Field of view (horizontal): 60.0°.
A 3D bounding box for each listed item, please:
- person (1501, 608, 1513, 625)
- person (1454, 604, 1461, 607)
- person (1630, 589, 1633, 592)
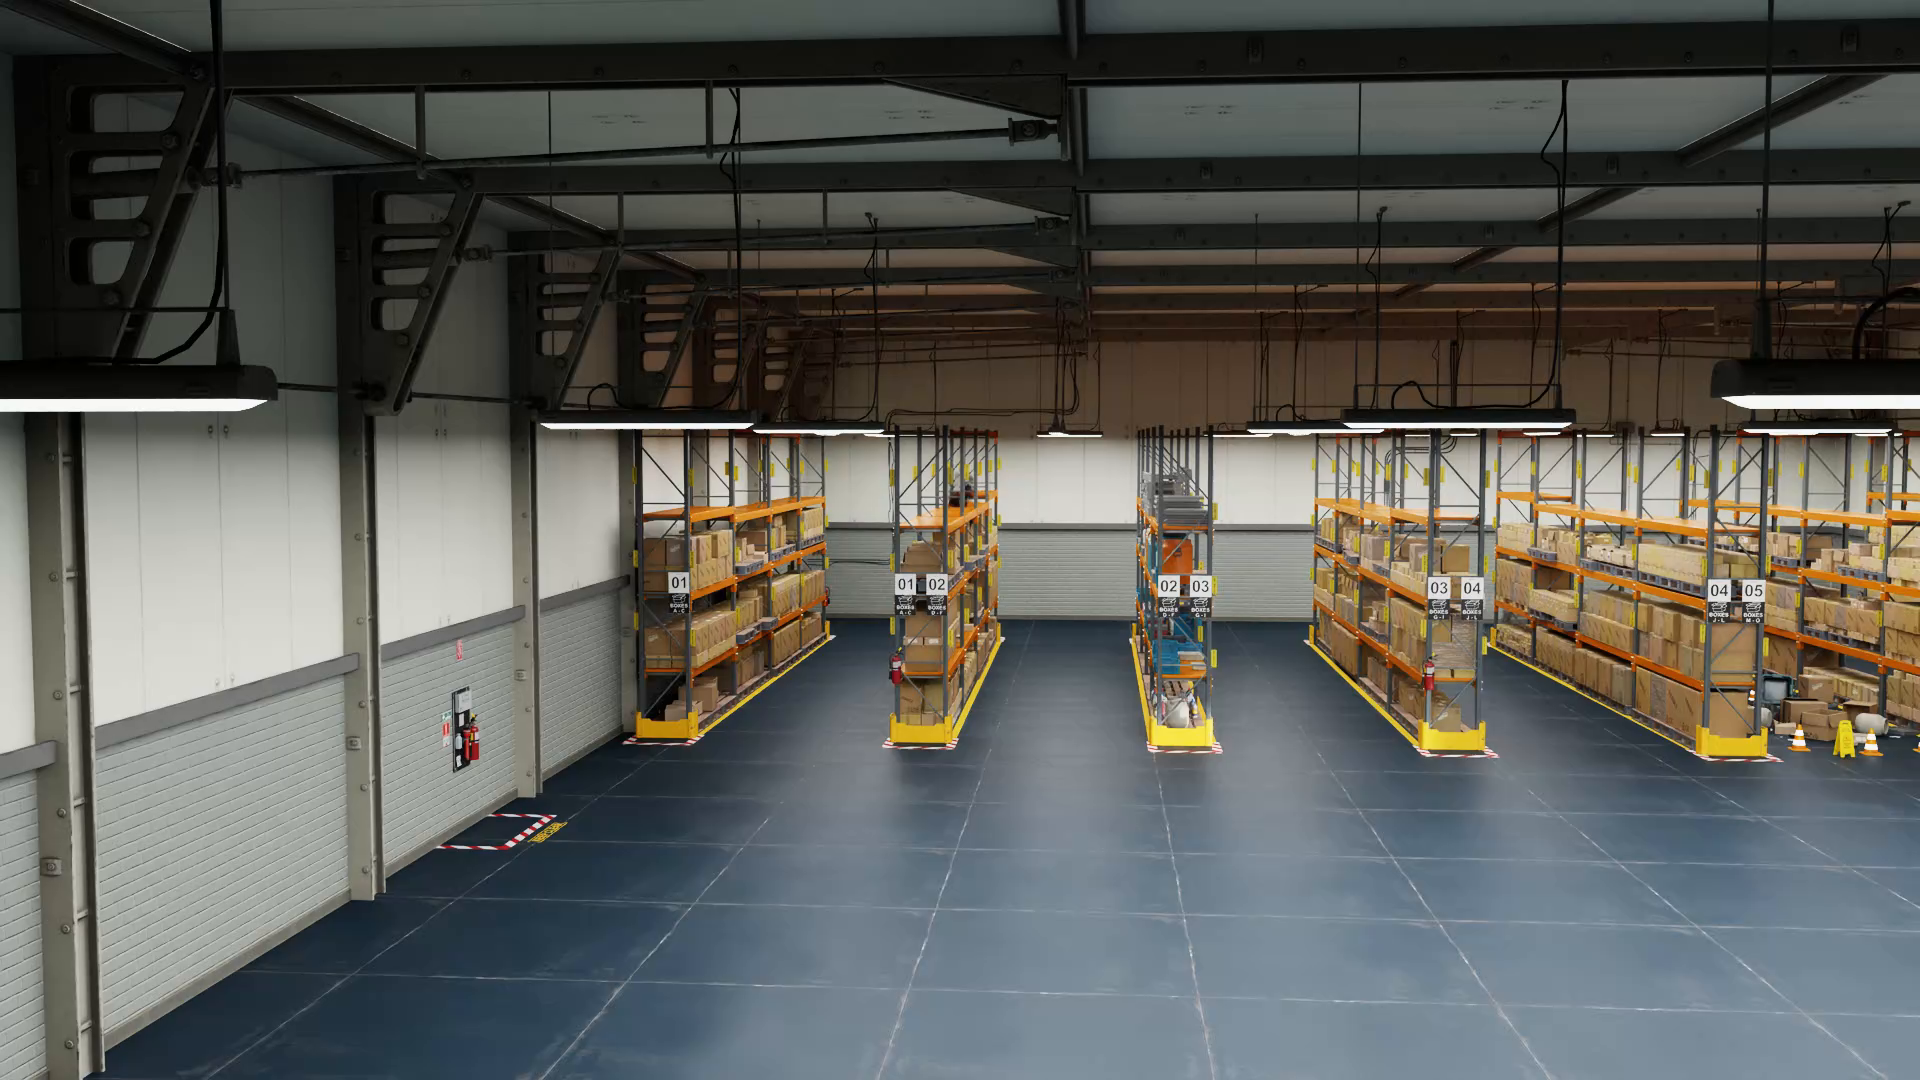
[{"bbox_3d":[15.621,2.045,47.355,0.742,1.707,0.563,-1,4,-13],"label":"person"},{"bbox_3d":[13.538,2.183,45.838,0.730,1.592,0.521,2,4,26],"label":"person"},{"bbox_3d":[19.307,2.061,47.278,0.786,1.681,0.589,1,4,14],"label":"person"}]
